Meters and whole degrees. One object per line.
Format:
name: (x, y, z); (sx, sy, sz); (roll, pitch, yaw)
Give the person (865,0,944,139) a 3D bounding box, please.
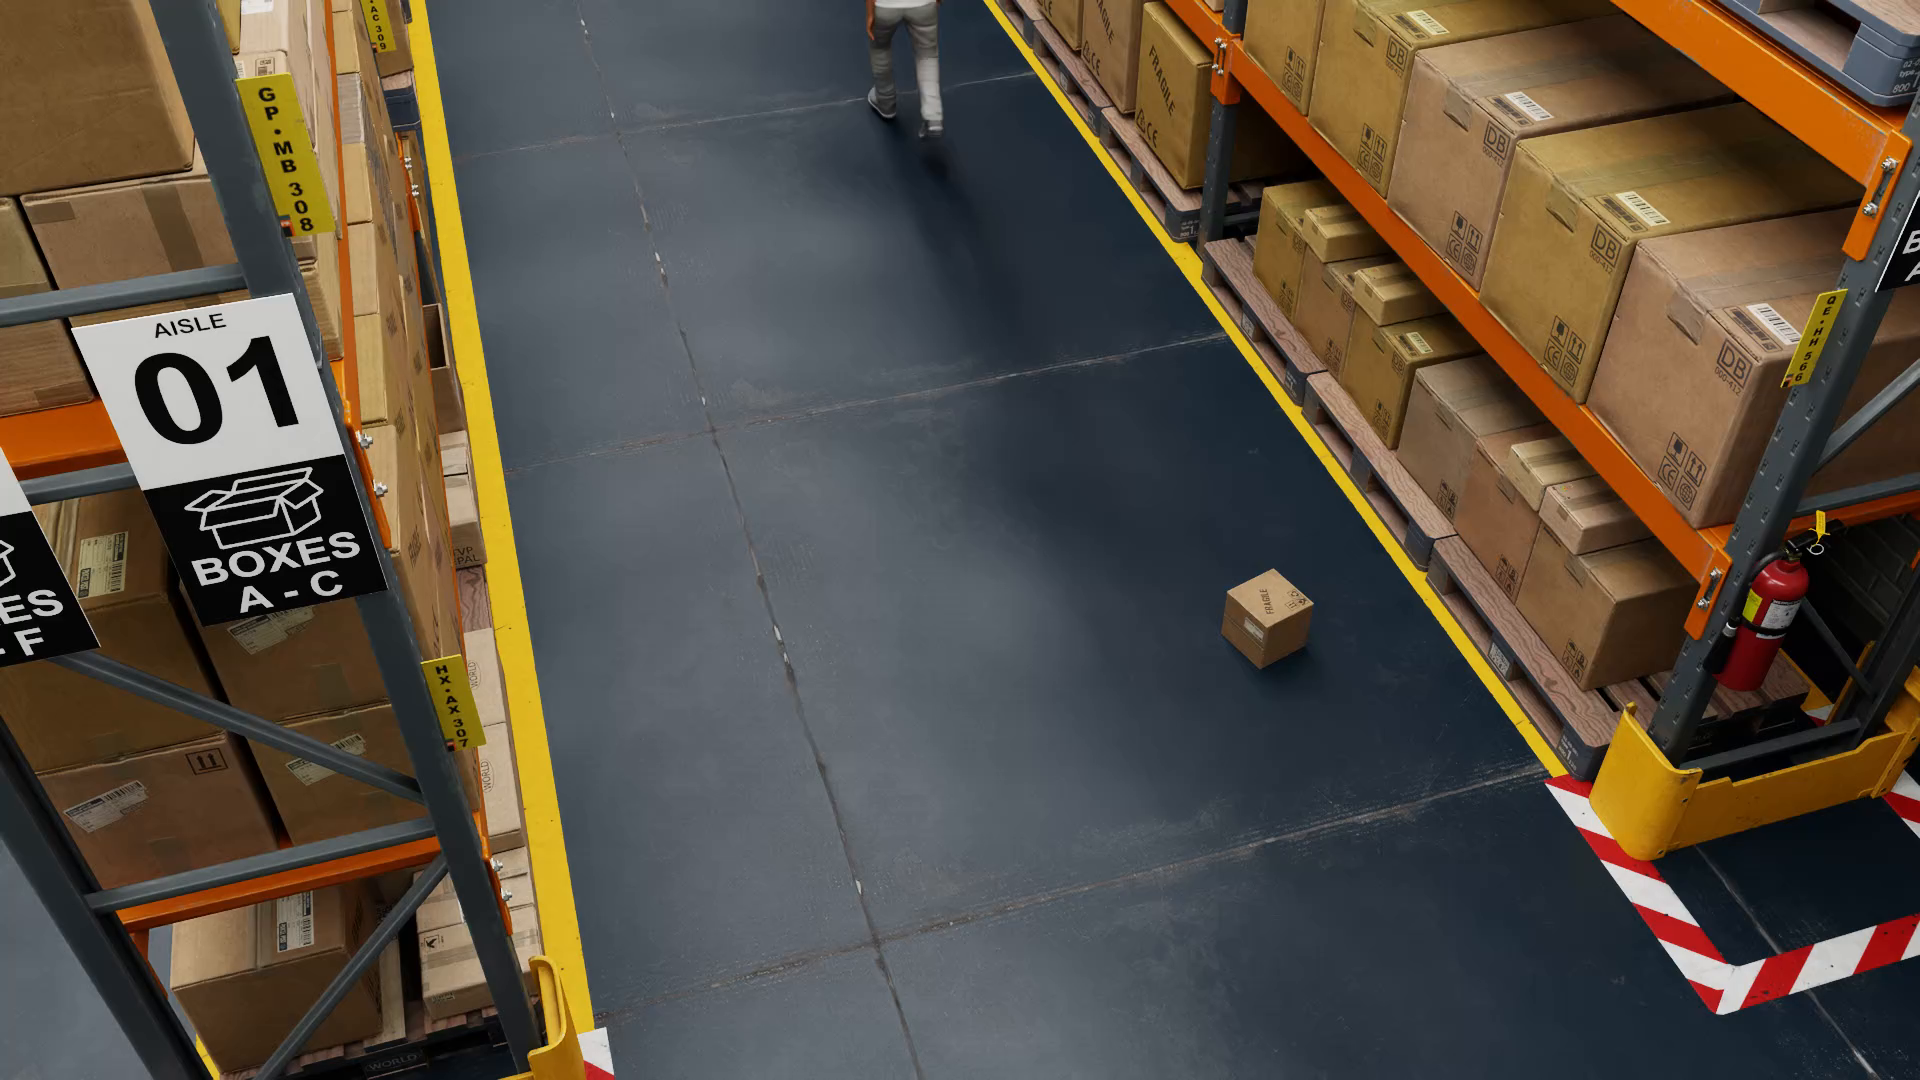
person: (-0.320, -3.084, 9.516); (0.496, 1.625, 0.892); (-8, 43, -9)
